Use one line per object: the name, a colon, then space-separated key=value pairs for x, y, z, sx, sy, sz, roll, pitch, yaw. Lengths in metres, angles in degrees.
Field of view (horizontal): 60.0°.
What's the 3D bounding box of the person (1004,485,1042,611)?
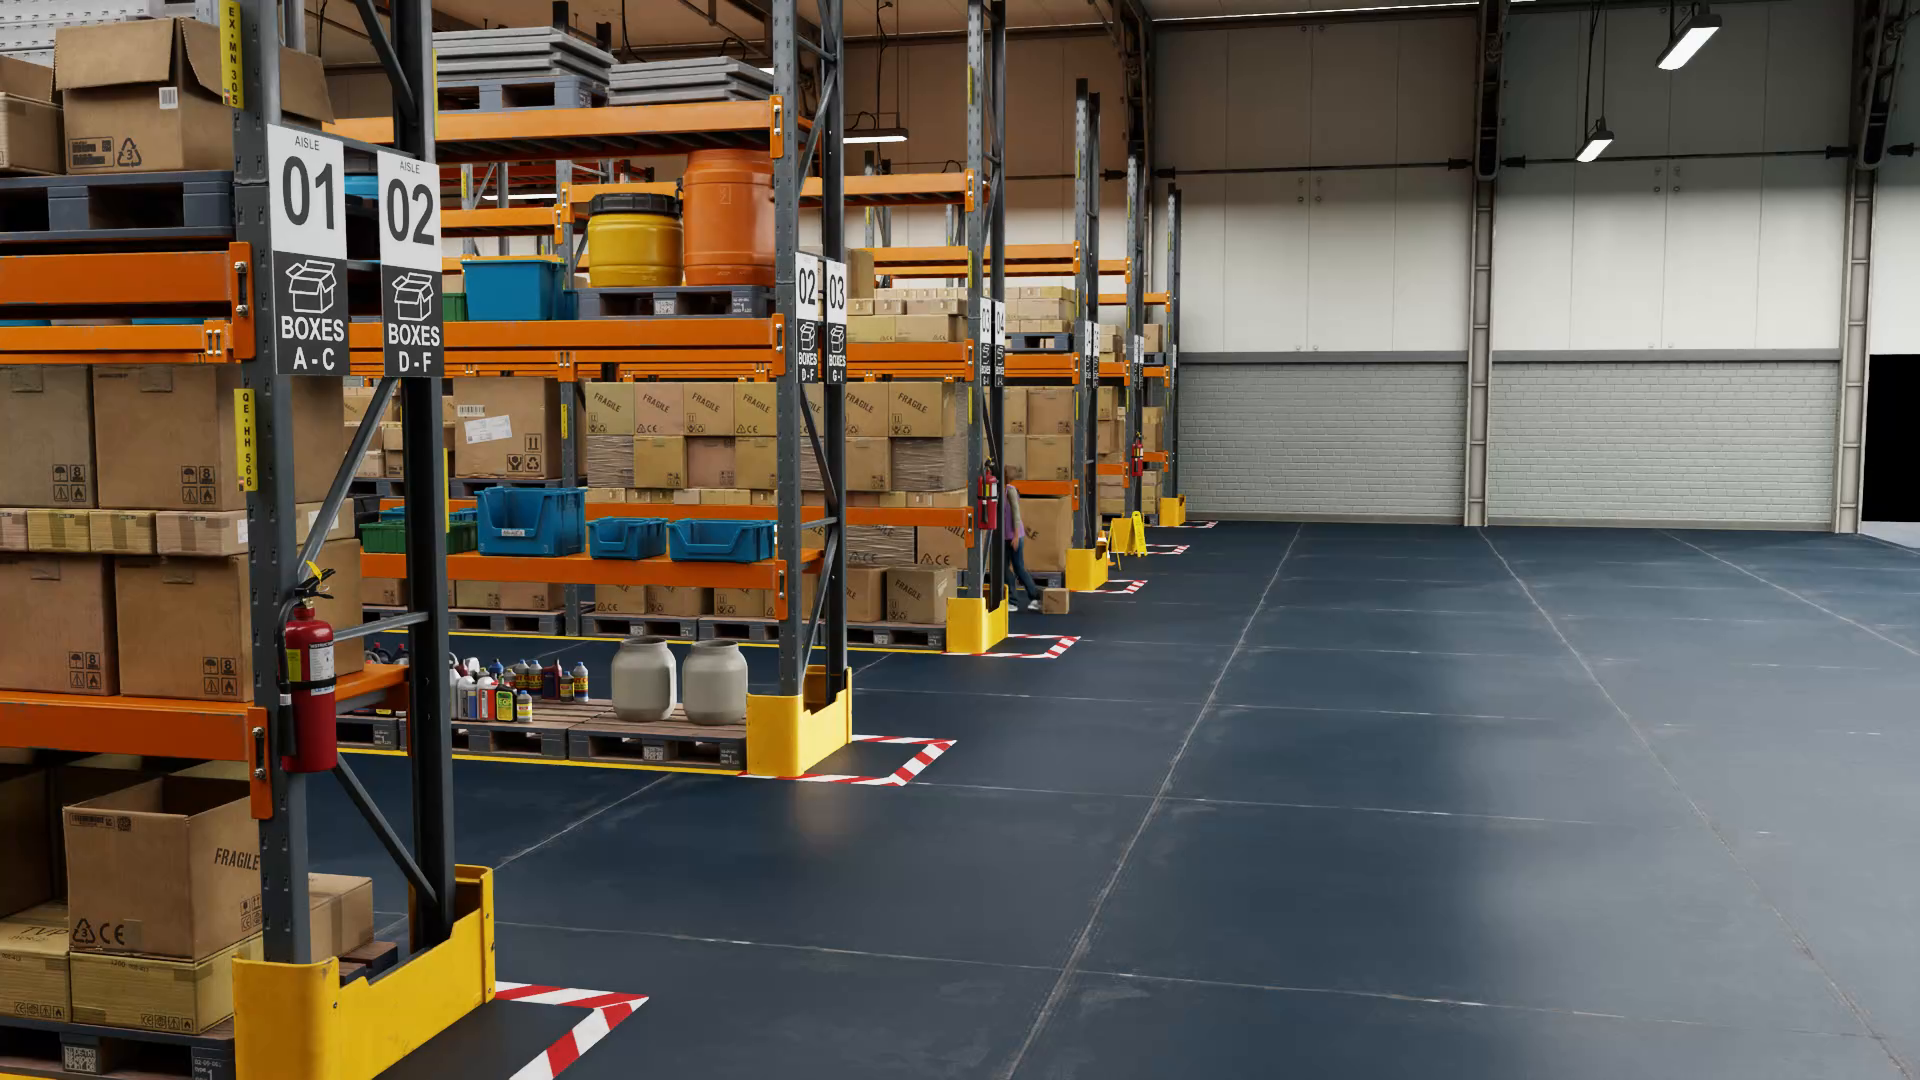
person: x=0.623 y=0.091 z=17.815 sx=0.513 sy=1.370 sz=0.418 roll=-2 pitch=5 yaw=-19
